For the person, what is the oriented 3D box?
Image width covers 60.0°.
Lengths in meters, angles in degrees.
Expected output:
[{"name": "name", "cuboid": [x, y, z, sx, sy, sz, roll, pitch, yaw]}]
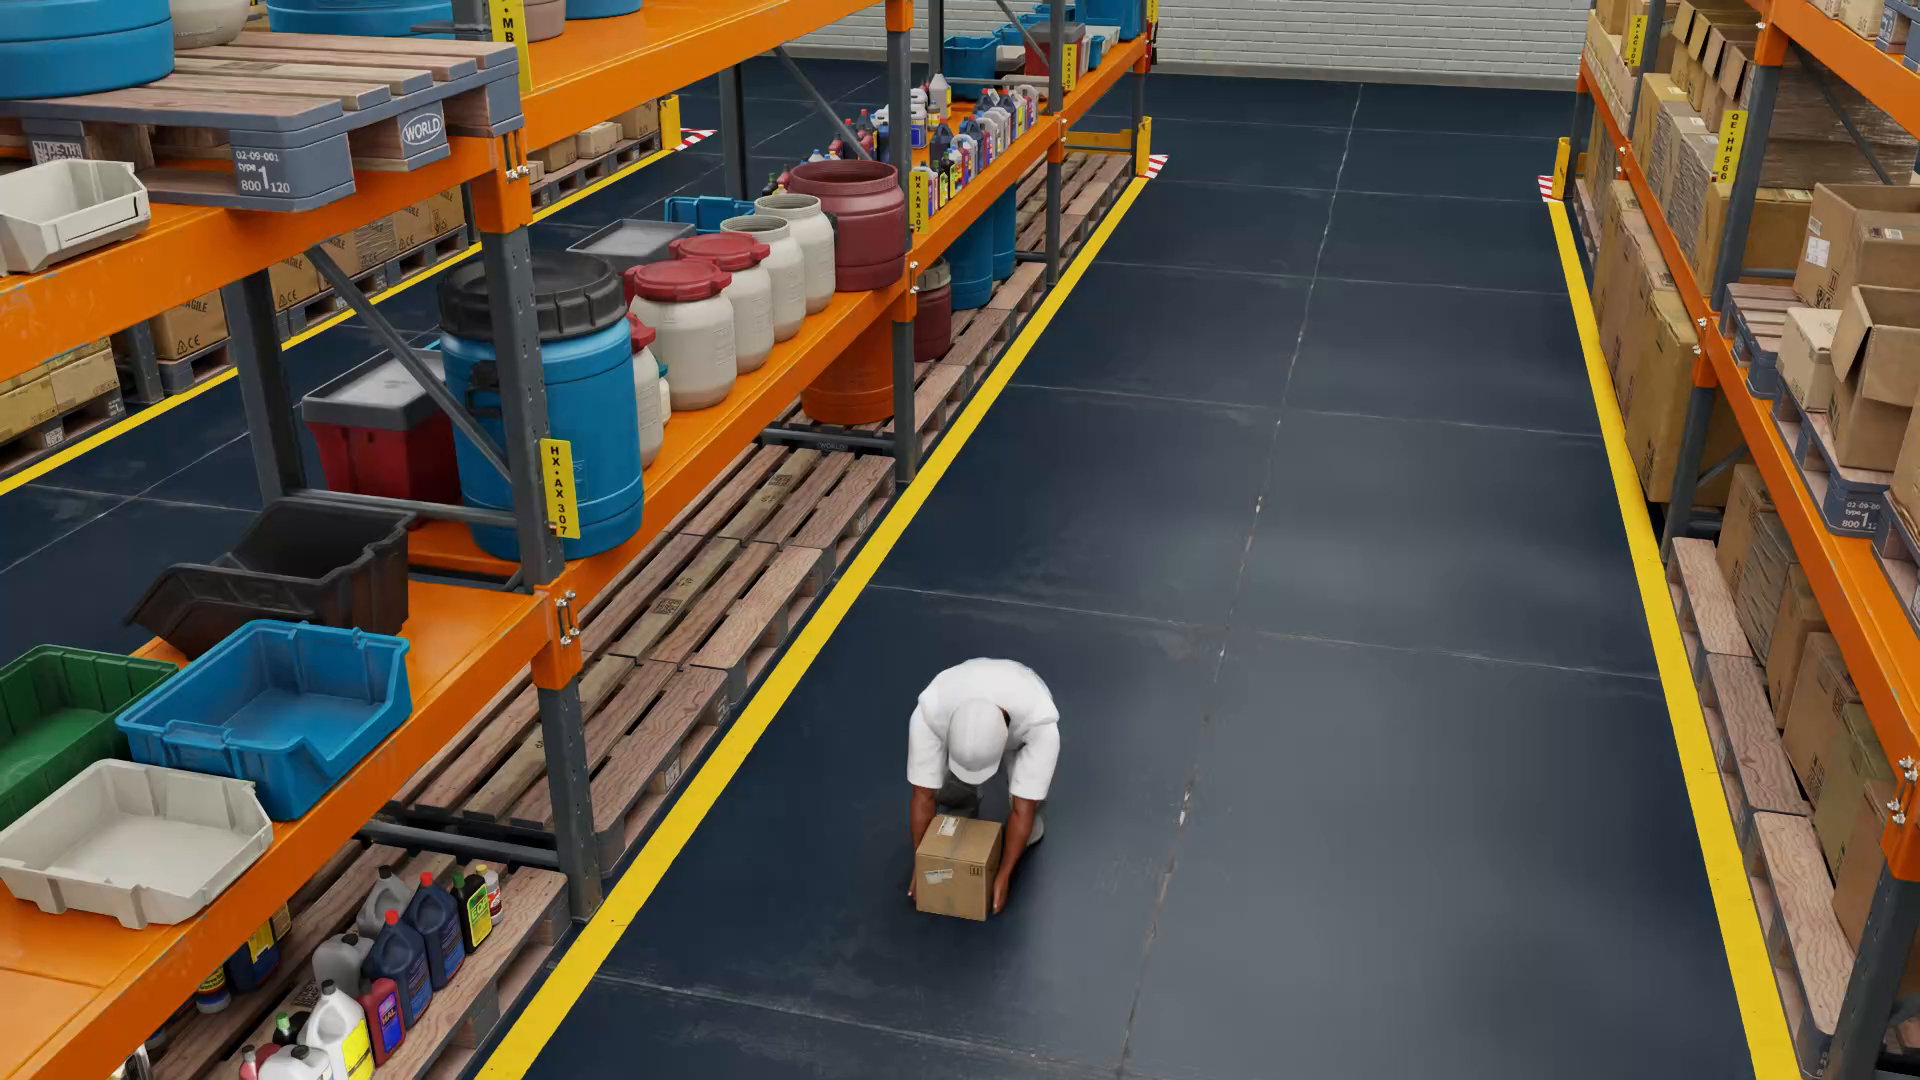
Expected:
[{"name": "person", "cuboid": [0.113, 0.803, 6.055, 0.543, 0.890, 0.915, 6, 26, 13]}]
